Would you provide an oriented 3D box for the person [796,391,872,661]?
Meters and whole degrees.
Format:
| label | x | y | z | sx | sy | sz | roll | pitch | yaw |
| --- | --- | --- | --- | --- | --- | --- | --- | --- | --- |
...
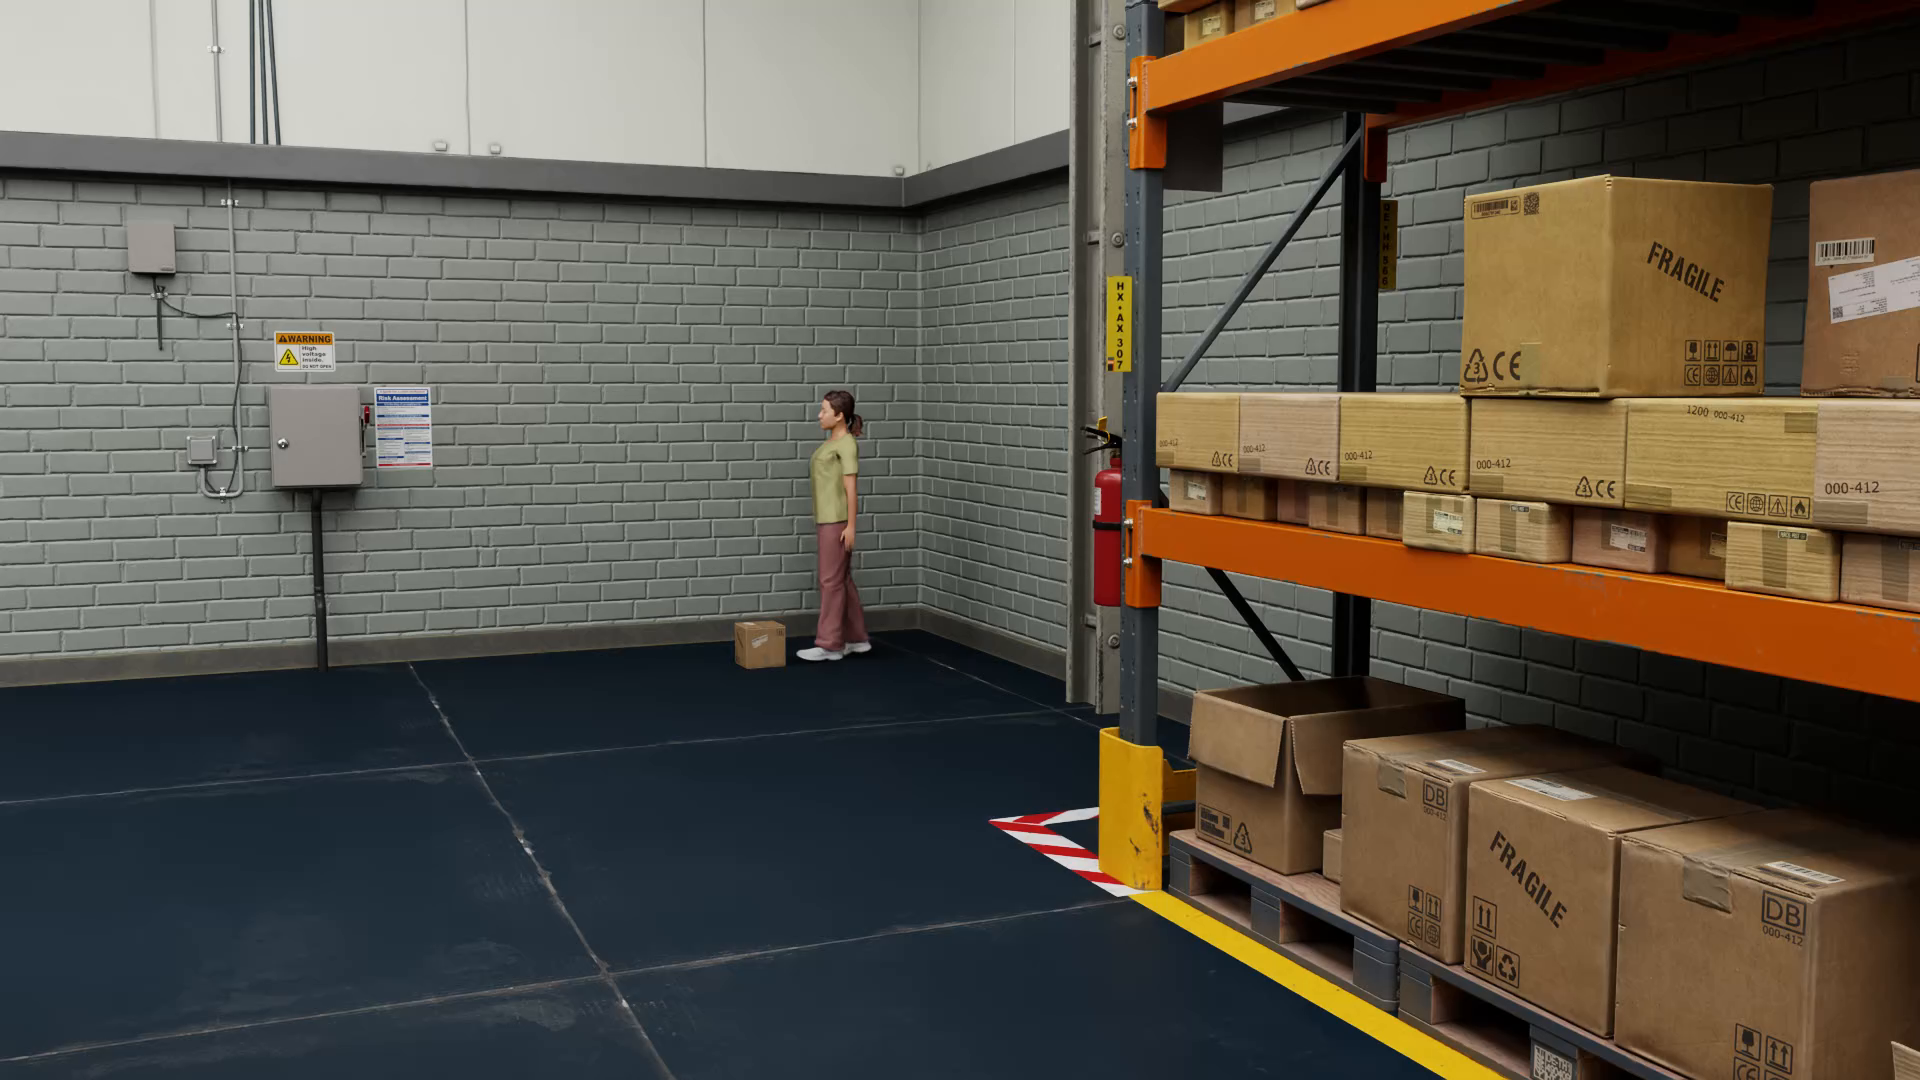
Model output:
| label | x | y | z | sx | sy | sz | roll | pitch | yaw |
| --- | --- | --- | --- | --- | --- | --- | --- | --- | --- |
| person | -0.790 | 0.036 | 10.359 | 0.505 | 1.416 | 0.462 | -1 | 6 | -14 |
